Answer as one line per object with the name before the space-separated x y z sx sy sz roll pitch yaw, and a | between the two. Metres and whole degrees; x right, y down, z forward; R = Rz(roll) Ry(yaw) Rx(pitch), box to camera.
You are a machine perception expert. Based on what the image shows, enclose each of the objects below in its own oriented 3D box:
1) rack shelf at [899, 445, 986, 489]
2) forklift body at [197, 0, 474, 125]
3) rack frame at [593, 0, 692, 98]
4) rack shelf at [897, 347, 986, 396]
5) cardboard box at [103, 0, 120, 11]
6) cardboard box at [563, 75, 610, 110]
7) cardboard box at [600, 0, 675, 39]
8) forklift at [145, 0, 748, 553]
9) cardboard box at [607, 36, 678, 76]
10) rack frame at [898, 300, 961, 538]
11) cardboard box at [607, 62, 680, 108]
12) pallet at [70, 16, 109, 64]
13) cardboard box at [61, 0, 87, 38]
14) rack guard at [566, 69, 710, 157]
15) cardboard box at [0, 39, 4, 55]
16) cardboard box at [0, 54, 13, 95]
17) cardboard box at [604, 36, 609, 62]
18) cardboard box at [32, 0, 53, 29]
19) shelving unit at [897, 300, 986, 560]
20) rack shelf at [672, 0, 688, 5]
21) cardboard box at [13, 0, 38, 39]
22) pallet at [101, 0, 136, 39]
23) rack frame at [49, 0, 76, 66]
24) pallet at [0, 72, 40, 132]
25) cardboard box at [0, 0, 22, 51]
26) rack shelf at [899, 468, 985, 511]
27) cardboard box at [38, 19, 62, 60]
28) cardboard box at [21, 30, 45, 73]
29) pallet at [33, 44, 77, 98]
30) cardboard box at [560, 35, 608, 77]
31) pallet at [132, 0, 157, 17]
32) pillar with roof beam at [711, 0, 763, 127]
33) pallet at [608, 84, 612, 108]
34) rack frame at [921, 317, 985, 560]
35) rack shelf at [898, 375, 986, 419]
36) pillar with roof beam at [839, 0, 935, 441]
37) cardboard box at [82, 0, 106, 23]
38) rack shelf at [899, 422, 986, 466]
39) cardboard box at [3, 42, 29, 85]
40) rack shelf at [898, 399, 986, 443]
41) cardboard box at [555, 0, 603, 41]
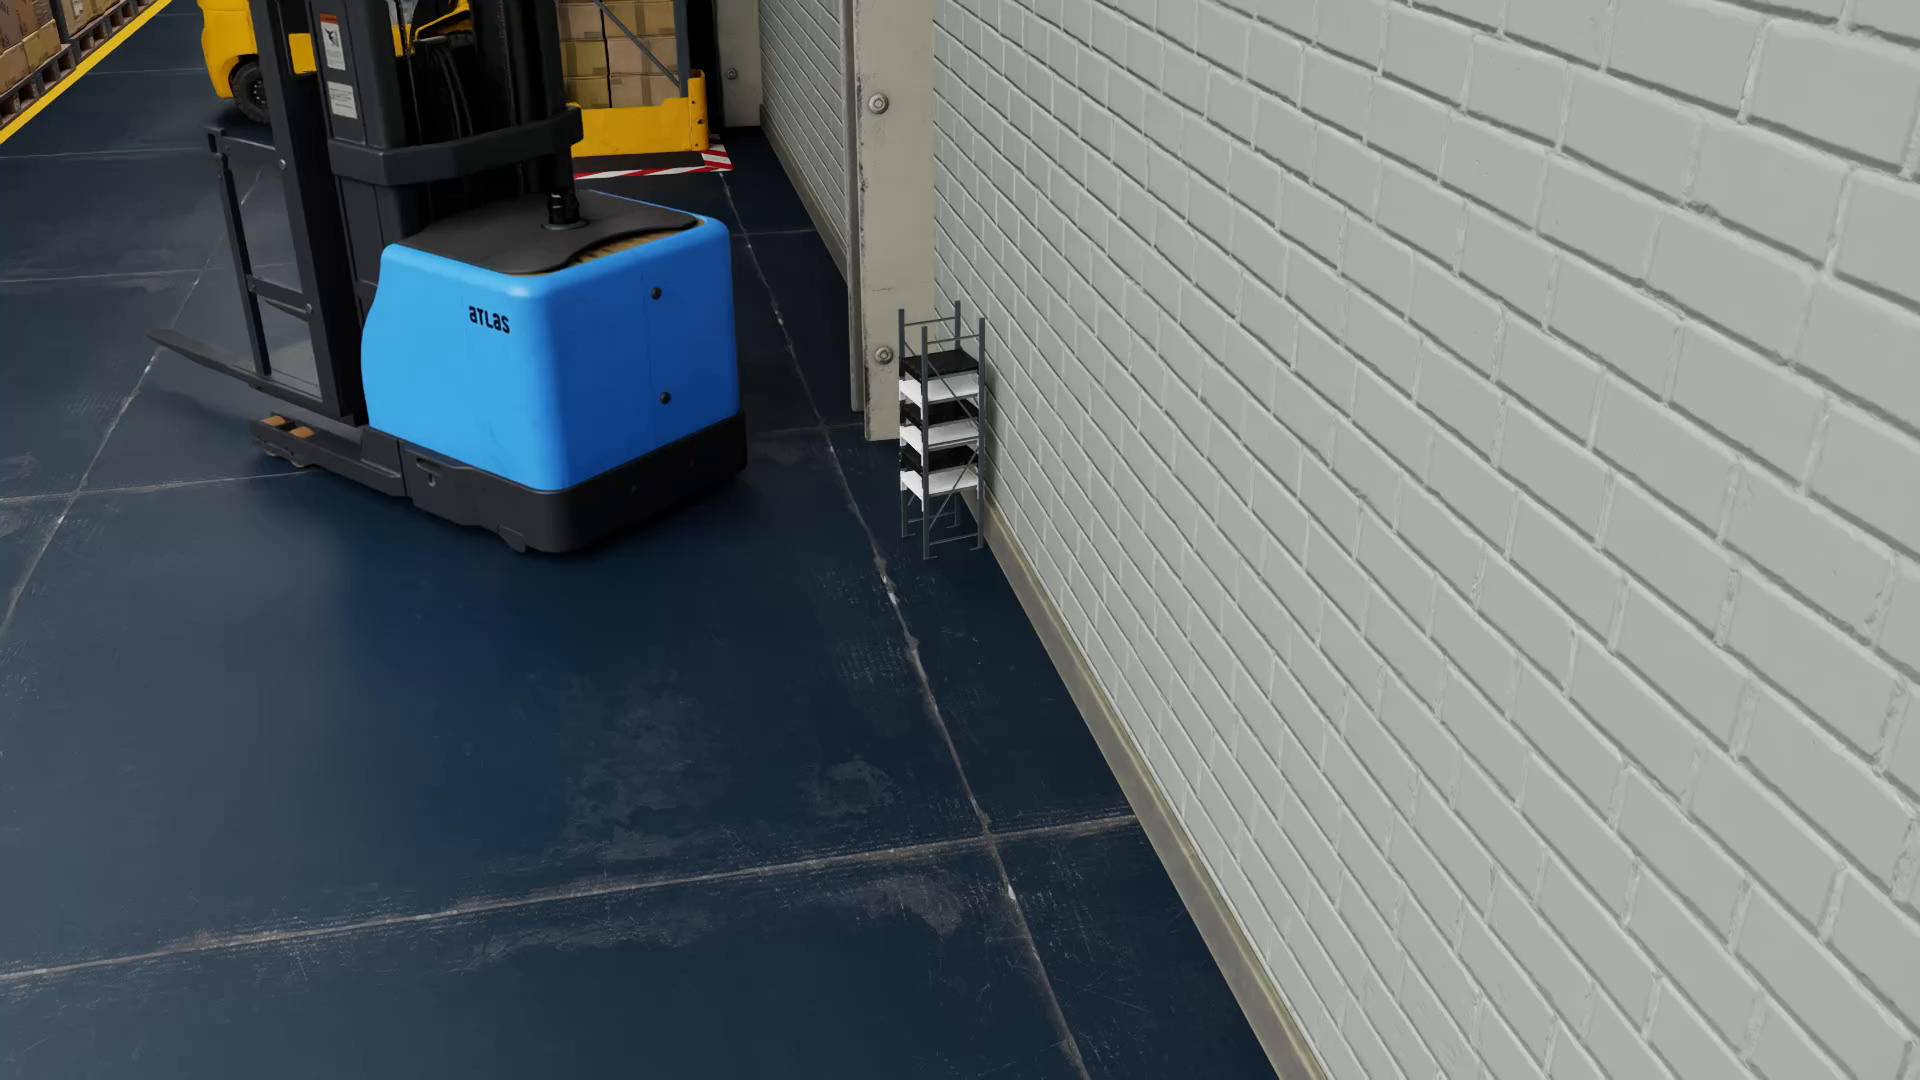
rack shelf | -0.065 -0.282 6.084 0.258 0.077 0.200 -12 29 -22
forklift body | -4.569 -4.369 12.519 2.313 2.155 1.214 -6 27 -12
rack frame | -2.364 -4.101 11.045 1.000 3.000 0.127 -6 27 -12
rack shelf | -0.065 -0.603 5.921 0.258 0.077 0.200 -12 29 -22
cardboard box | -8.545 -5.216 15.705 0.950 0.372 0.625 -5 27 -10
cardboard box | -2.778 -3.235 11.915 0.500 0.250 0.500 -6 27 -11
cardboard box | -2.288 -3.737 11.801 0.500 0.250 0.500 -6 27 -12
forklift | -2.337 -1.776 6.517 3.031 2.935 1.130 19 32 32
cardboard box | -2.268 -3.511 11.908 0.500 0.250 0.500 -5 27 -11
rack frame | -0.108 -0.434 6.110 0.240 0.900 0.006 -12 29 -22
cardboard box | -2.284 -3.296 12.037 0.500 0.250 0.500 -6 27 -11
pallet | -8.278 -4.448 14.828 1.003 0.211 1.213 -6 27 -12
cardboard box | -8.221 -4.595 14.476 0.950 0.372 0.625 -6 27 -11
rack guard | -2.359 -2.974 11.588 1.175 0.500 0.348 -6 27 -12
cardboard box | -7.345 -3.732 12.069 0.500 0.500 0.500 -5 27 -11
cardboard box | -7.355 -3.400 12.243 0.500 0.250 0.500 -4 27 -8
cardboard box | -2.392 -3.730 12.342 0.500 0.250 0.500 -6 27 -12
cardboard box | -7.706 -4.413 13.418 0.500 0.500 0.500 -6 27 -12
shelving unit | -0.065 -0.392 6.028 0.258 0.900 0.210 -12 29 -22
rack shelf | -2.815 -4.657 12.947 1.077 0.370 4.000 -6 27 -12
cardboard box | -7.590 -4.190 12.976 0.500 0.500 0.500 -5 27 -11
pallet | -8.556 -4.984 15.891 1.003 0.211 1.213 -6 27 -12
rack frame | -8.101 -5.351 13.522 1.000 3.000 0.127 -6 27 -12
pallet | -7.637 -3.278 12.511 1.003 0.211 1.213 -6 27 -12
cardboard box | -7.474 -3.966 12.532 0.500 0.500 0.500 -5 27 -9
rack shelf | -0.065 -0.202 6.124 0.258 0.077 0.200 -12 29 -22
cardboard box | -7.706 -4.079 13.587 0.500 0.250 0.500 -5 27 -9
cardboard box | -7.576 -3.846 13.126 0.500 0.250 0.500 -7 28 -13
pallet | -7.915 -3.815 13.574 1.003 0.211 1.213 -6 27 -12
cardboard box | -2.779 -3.466 11.818 0.500 0.250 0.500 -6 27 -12
pallet | -8.828 -5.519 16.950 1.003 0.211 1.213 -6 27 -12
pillar with roof beam | -5.837 -6.739 9.614 9.100 9.000 0.400 -6 27 -12
pallet | -2.577 -3.187 12.330 1.003 0.211 1.213 -6 27 -12
rack frame | -0.023 -0.350 5.946 0.240 0.900 0.006 -12 29 -22
rack shelf | -0.065 -0.523 5.962 0.258 0.077 0.200 -12 29 -22
pillar with roof beam | -4.485 -4.105 4.396 9.100 9.000 0.400 -6 27 -12
cardboard box | -8.387 -4.911 15.100 0.950 0.372 0.625 -4 27 -8
rack shelf | -0.065 -0.362 6.043 0.258 0.077 0.200 -12 29 -22
cardboard box | -7.466 -3.622 12.683 0.500 0.250 0.500 -6 27 -11
rack shelf | -0.065 -0.443 6.002 0.258 0.077 0.200 -12 29 -22
cardboard box | -2.772 -3.677 11.683 0.500 0.250 0.500 -5 27 -10
